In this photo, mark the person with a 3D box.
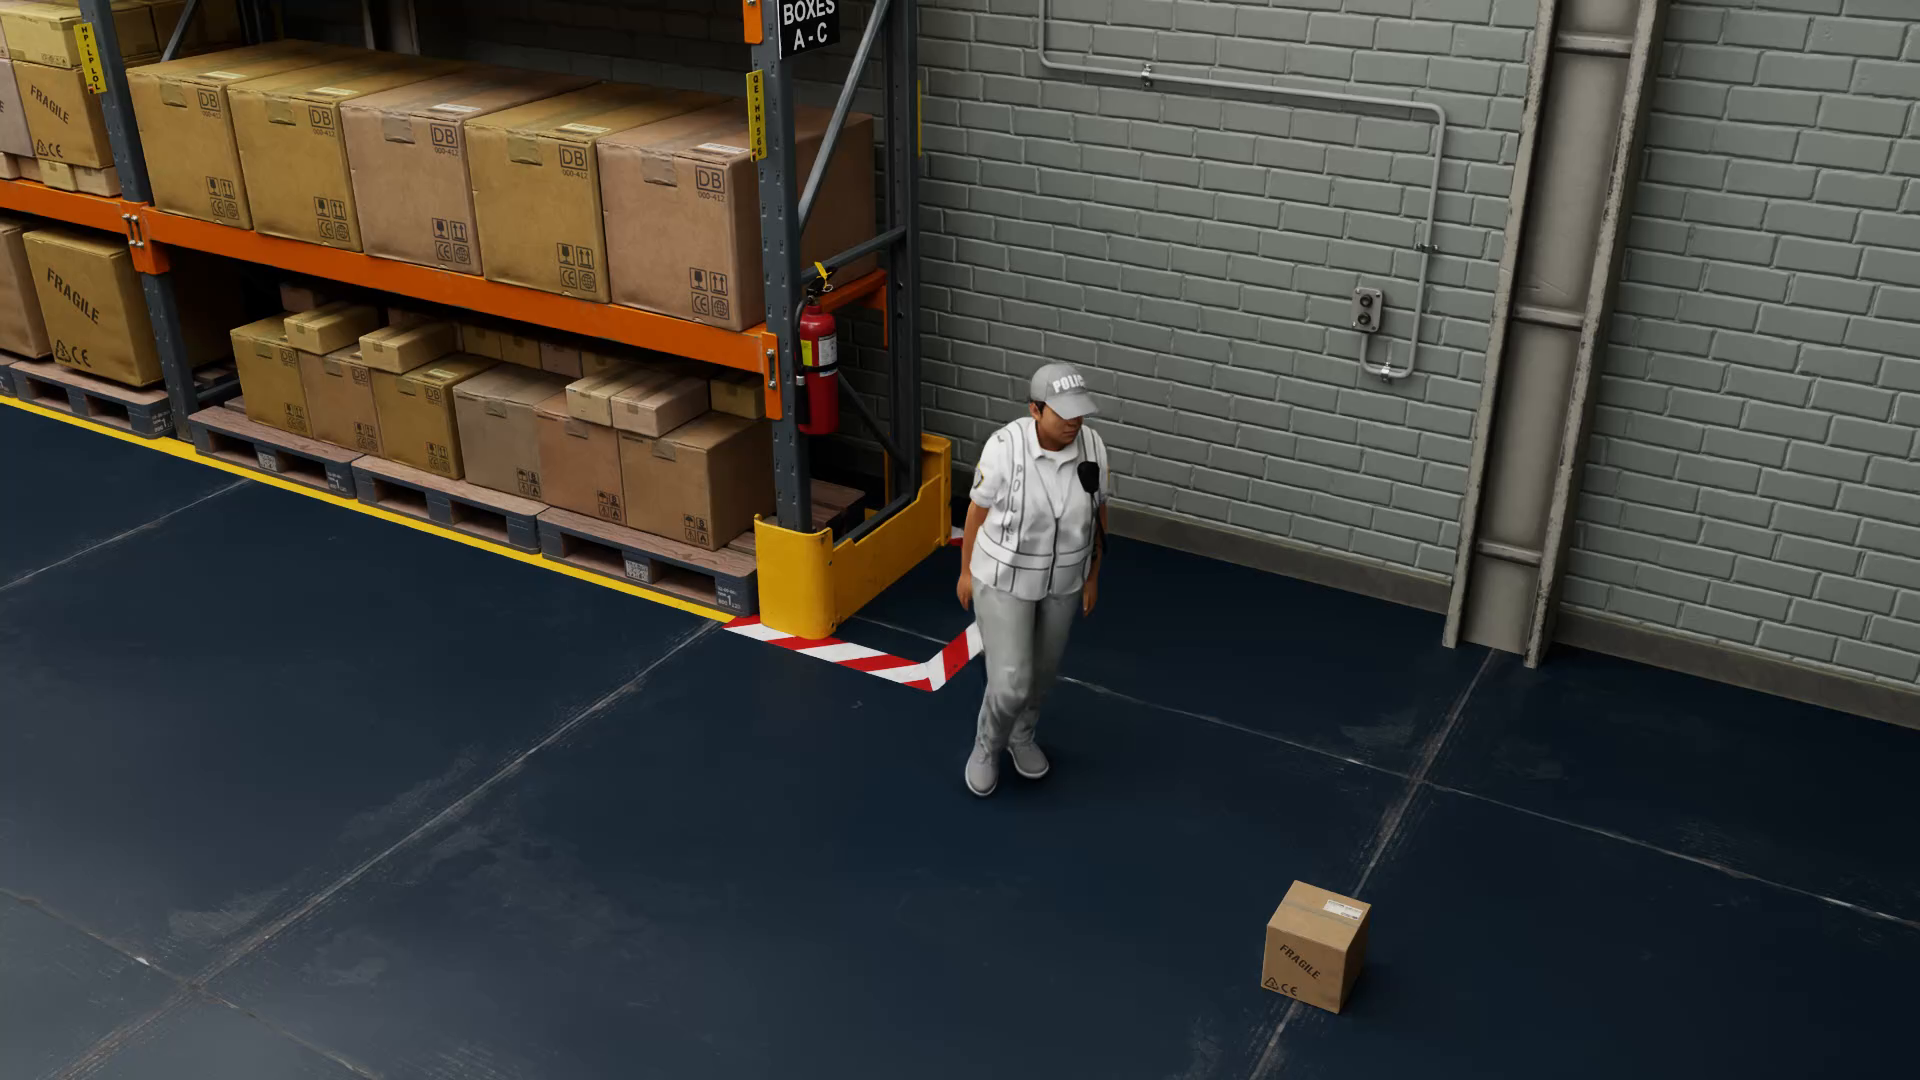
[{"bbox_3d":[0.262,0.141,5.802,0.522,1.647,0.510,-10,28,-19],"label":"person"}]
